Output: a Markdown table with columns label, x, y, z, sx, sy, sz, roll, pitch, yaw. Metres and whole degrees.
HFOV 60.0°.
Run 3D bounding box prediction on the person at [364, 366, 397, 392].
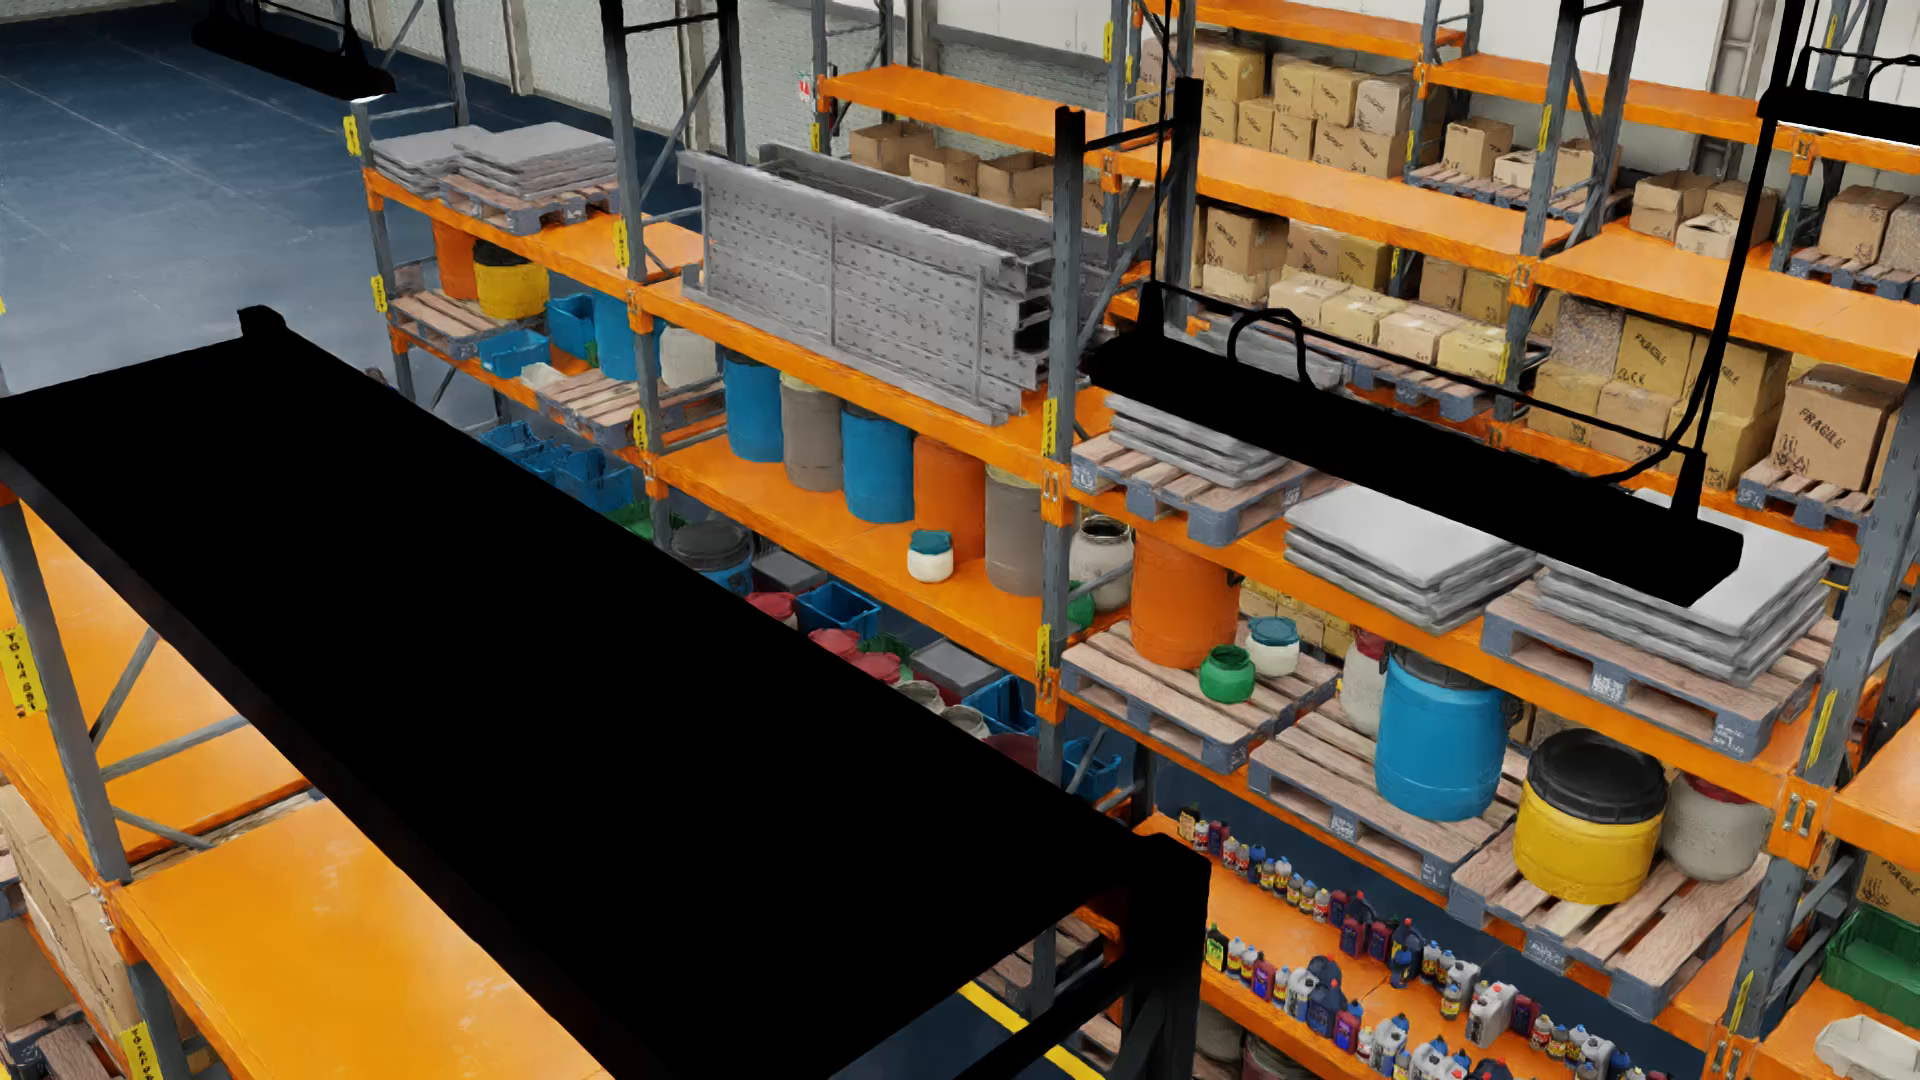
| label | x | y | z | sx | sy | sz | roll | pitch | yaw |
| --- | --- | --- | --- | --- | --- | --- | --- | --- | --- |
| person | -5.821 | -1.028 | 17.052 | 0.915 | 1.619 | 0.553 | 9 | 30 | 17 |
